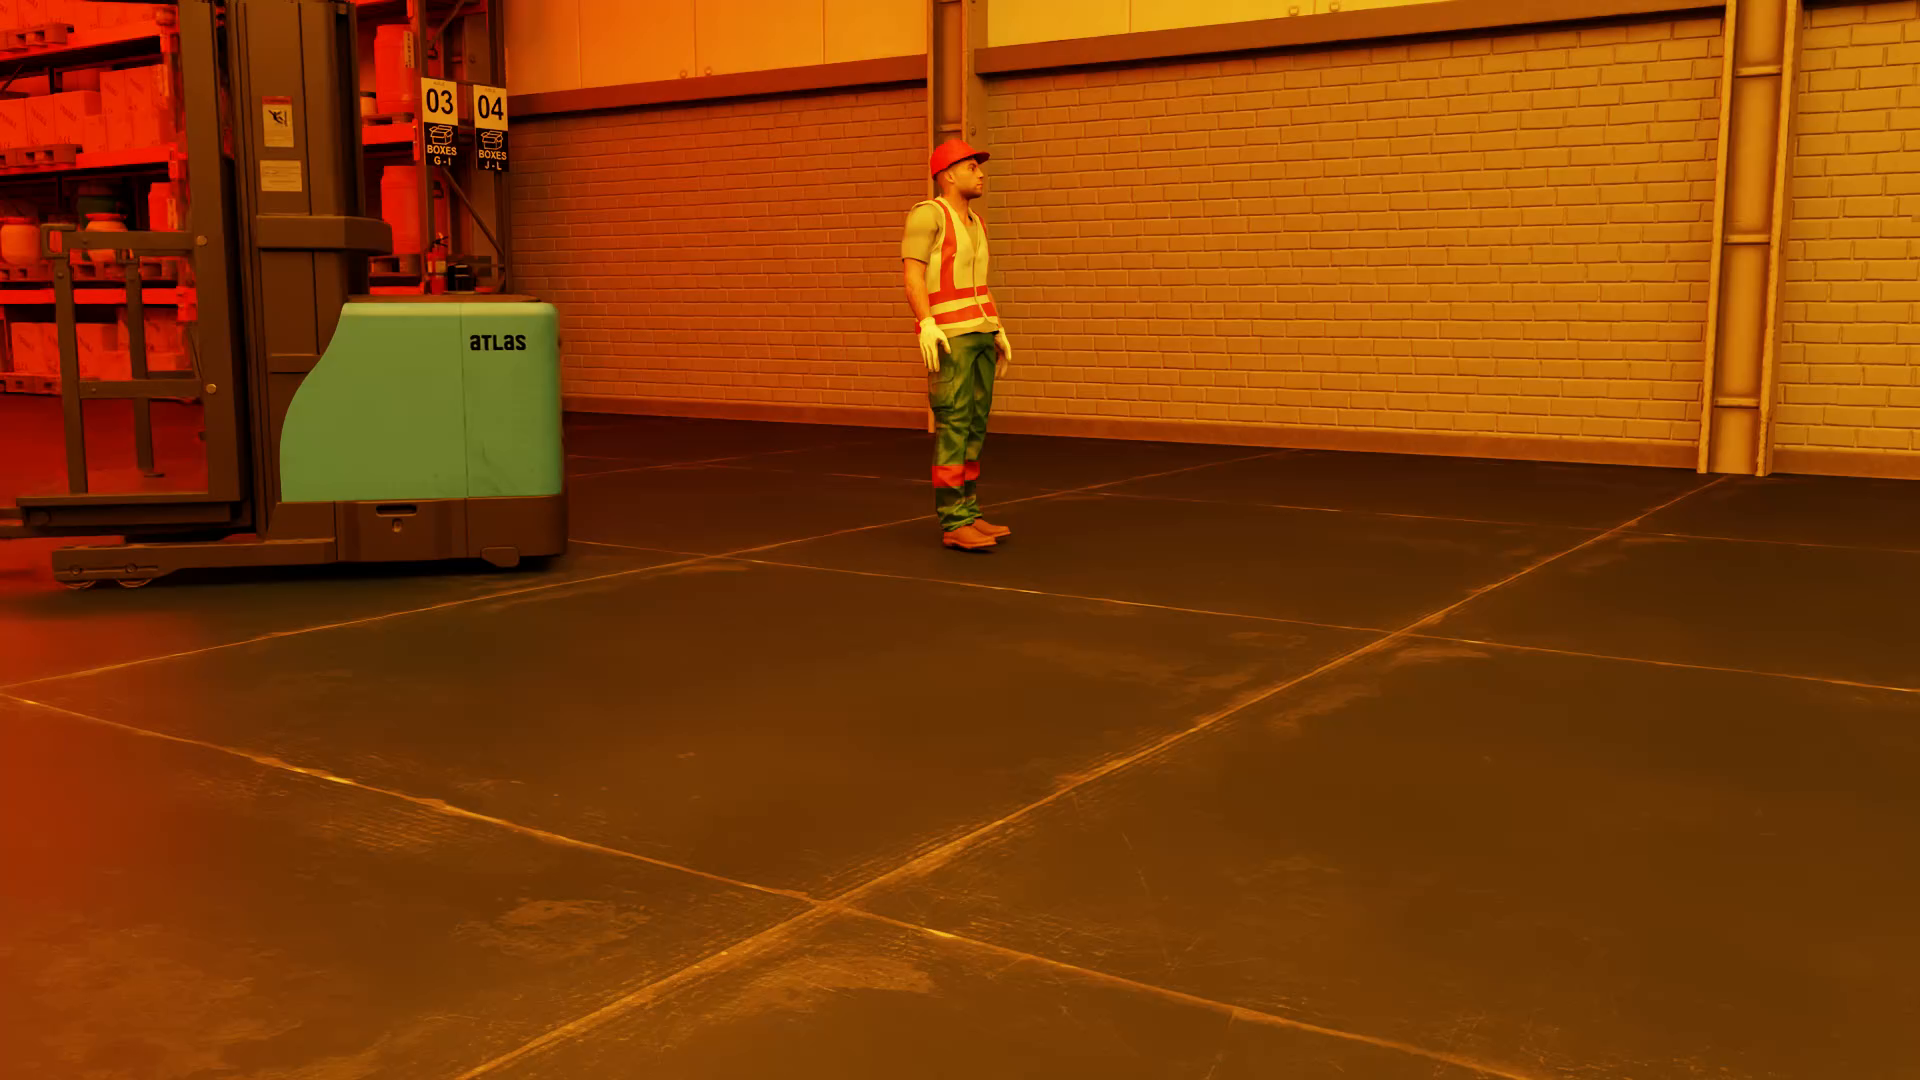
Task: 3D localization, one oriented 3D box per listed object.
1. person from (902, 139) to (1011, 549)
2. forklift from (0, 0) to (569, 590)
[{"bbox_3d":[0.059,-0.885,7.422,0.564,1.787,0.637,5,10,34],"label":"person"},{"bbox_3d":[-3.171,-1.345,6.652,3.031,2.935,1.130,-2,8,-12],"label":"forklift"}]
